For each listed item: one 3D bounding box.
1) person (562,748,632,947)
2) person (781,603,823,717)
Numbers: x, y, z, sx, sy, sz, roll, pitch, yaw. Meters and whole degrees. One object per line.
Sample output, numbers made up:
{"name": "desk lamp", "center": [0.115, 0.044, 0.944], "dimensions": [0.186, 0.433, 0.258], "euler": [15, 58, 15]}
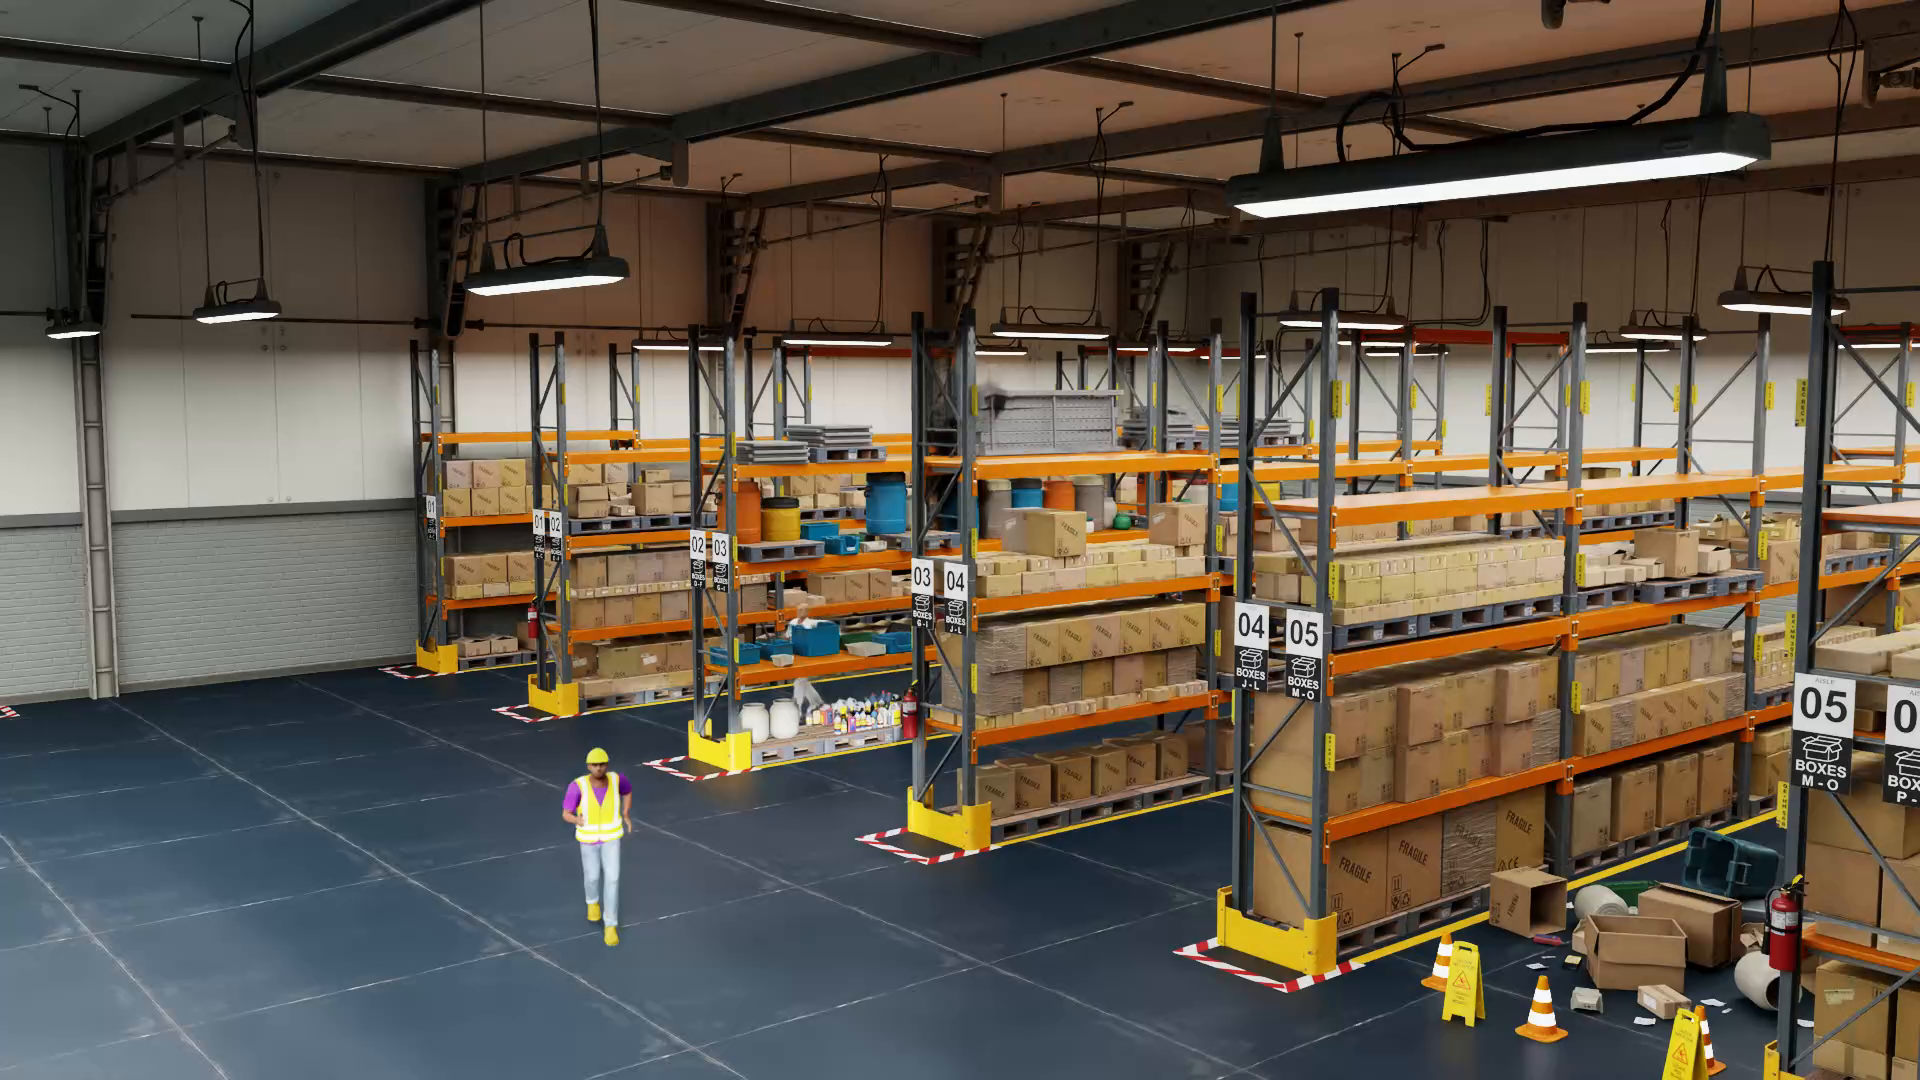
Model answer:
{"name": "person", "center": [-3.404, 2.823, 15.663], "dimensions": [0.654, 1.781, 0.935], "euler": [-1, 5, -13]}
{"name": "person", "center": [-2.439, 1.866, 25.732], "dimensions": [0.701, 1.792, 0.949], "euler": [4, 7, 39]}
